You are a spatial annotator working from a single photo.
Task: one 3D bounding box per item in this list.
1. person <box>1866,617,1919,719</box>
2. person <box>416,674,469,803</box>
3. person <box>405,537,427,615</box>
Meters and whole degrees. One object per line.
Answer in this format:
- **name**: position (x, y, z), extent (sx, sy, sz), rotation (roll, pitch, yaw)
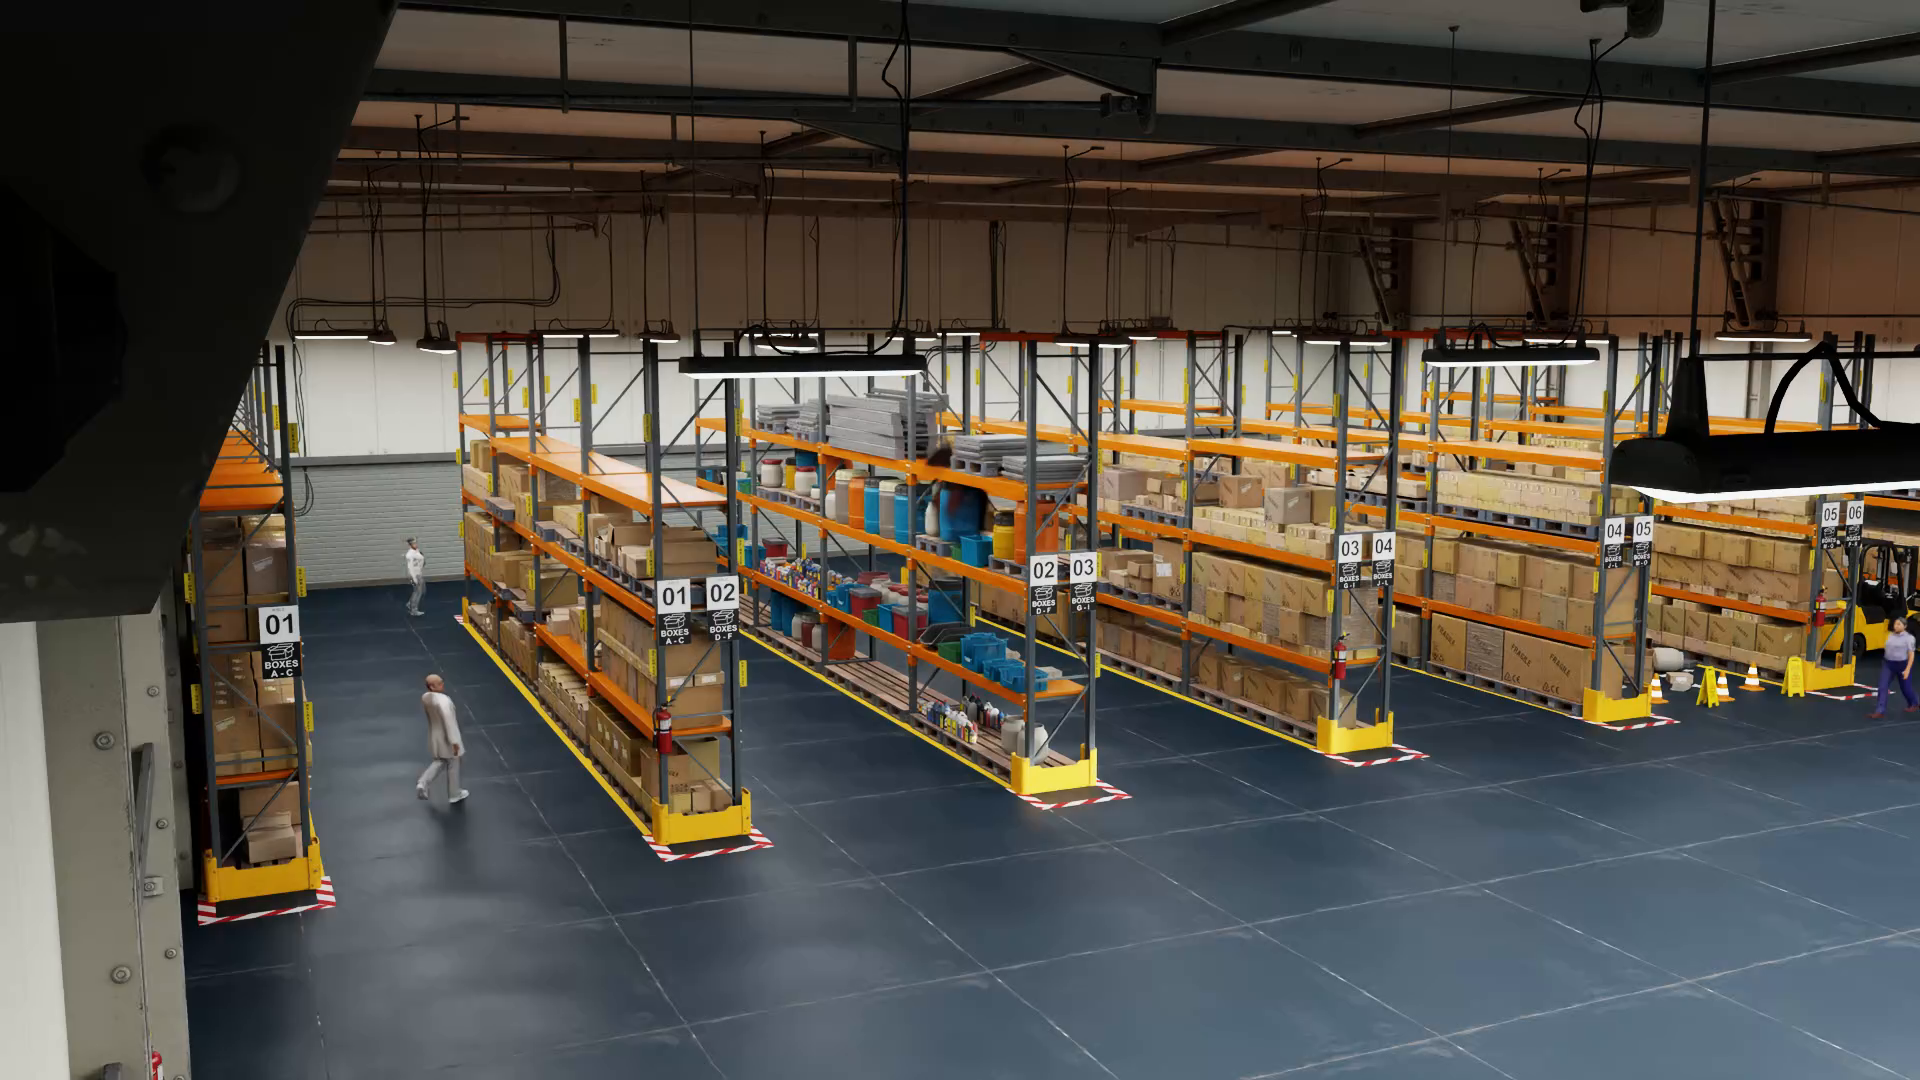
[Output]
- **person**: position (14.768, 2.010, 26.187), extent (0.964, 1.607, 0.480), rotation (-6, 10, -39)
- **person**: position (-6.669, 2.573, 21.556), extent (0.614, 1.746, 0.808), rotation (4, 9, 29)
- **person**: position (-11.494, 0.755, 35.109), extent (0.445, 1.671, 0.489), rotation (-3, 8, -22)
